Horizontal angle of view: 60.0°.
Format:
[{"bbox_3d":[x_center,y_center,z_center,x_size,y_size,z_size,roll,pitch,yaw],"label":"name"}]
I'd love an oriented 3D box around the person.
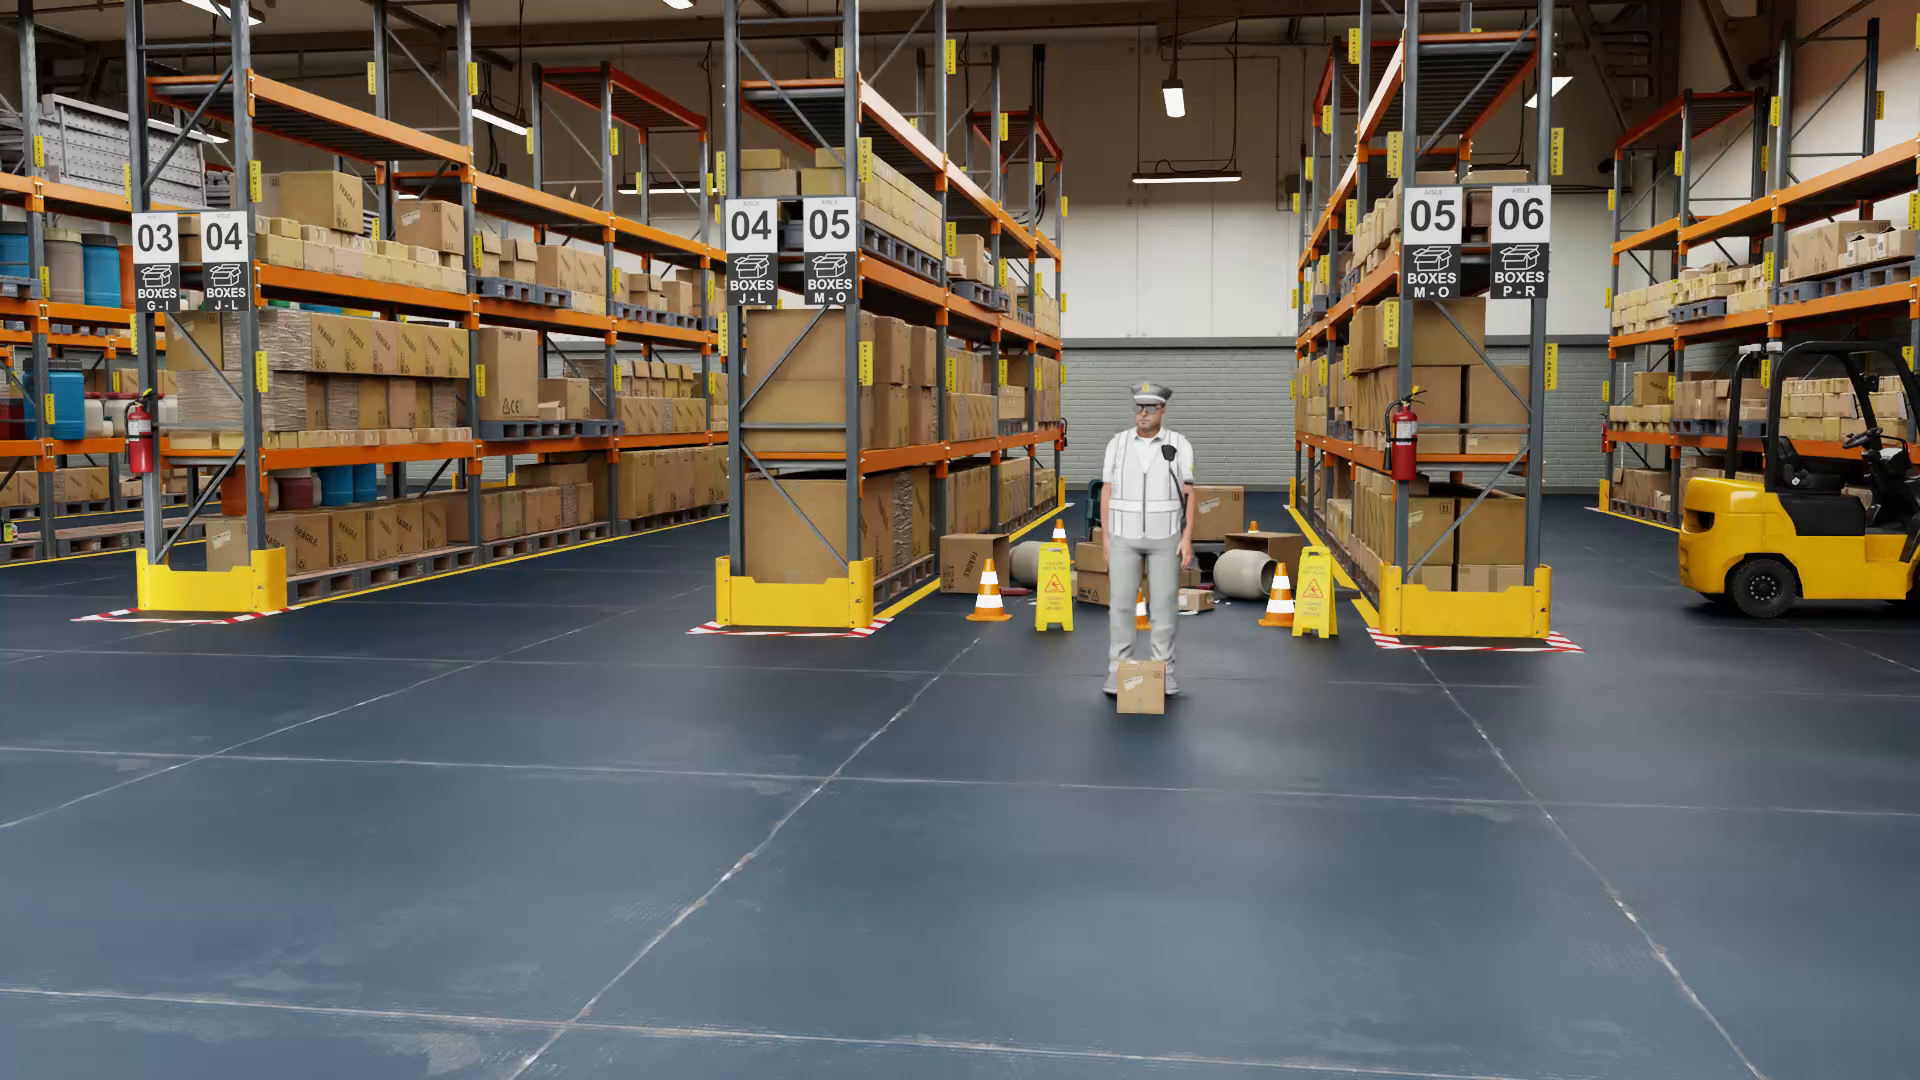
[{"bbox_3d":[1.063,-0.010,9.459,0.539,1.765,0.394,1,4,10],"label":"person"}]
